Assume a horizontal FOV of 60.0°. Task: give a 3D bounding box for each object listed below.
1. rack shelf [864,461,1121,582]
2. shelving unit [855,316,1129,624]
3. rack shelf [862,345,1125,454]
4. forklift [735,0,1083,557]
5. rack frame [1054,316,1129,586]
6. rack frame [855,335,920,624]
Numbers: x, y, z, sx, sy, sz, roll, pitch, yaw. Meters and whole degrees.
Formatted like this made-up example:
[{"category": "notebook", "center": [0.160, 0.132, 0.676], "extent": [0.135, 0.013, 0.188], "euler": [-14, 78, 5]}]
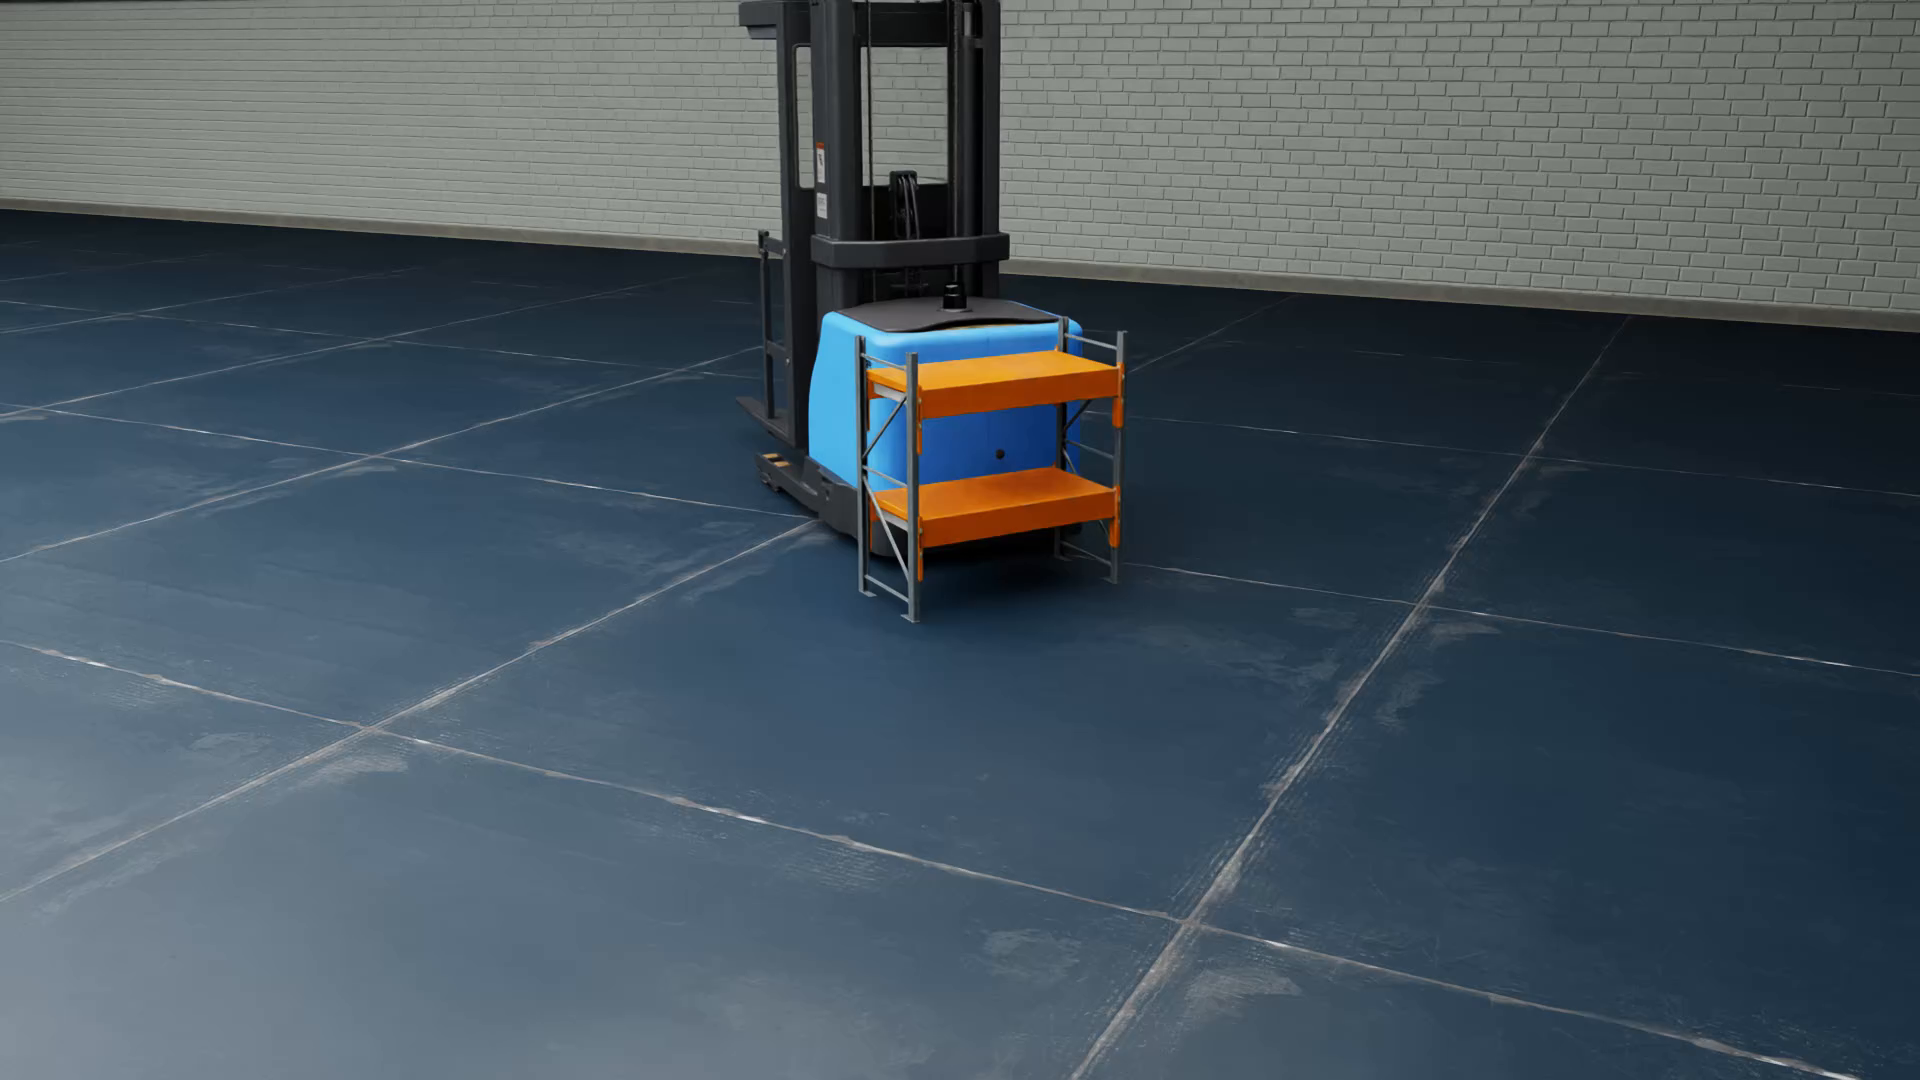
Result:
[{"category": "rack shelf", "center": [0.137, -0.094, 7.225], "extent": [1.000, 0.278, 0.538], "euler": [-9, 19, -29]}, {"category": "shelving unit", "center": [0.137, -0.329, 7.156], "extent": [1.048, 1.125, 0.538], "euler": [-9, 19, -29]}, {"category": "rack shelf", "center": [0.137, -0.609, 7.072], "extent": [1.000, 0.278, 0.538], "euler": [-9, 19, -29]}, {"category": "forklift", "center": [-0.466, -1.703, 8.612], "extent": [1.130, 2.935, 3.031], "euler": [-7, 18, -22]}, {"category": "rack frame", "center": [0.577, -0.401, 7.399], "extent": [0.032, 1.125, 0.500], "euler": [-9, 19, -29]}, {"category": "rack frame", "center": [-0.303, -0.256, 6.912], "extent": [0.032, 1.125, 0.500], "euler": [-9, 19, -29]}]
